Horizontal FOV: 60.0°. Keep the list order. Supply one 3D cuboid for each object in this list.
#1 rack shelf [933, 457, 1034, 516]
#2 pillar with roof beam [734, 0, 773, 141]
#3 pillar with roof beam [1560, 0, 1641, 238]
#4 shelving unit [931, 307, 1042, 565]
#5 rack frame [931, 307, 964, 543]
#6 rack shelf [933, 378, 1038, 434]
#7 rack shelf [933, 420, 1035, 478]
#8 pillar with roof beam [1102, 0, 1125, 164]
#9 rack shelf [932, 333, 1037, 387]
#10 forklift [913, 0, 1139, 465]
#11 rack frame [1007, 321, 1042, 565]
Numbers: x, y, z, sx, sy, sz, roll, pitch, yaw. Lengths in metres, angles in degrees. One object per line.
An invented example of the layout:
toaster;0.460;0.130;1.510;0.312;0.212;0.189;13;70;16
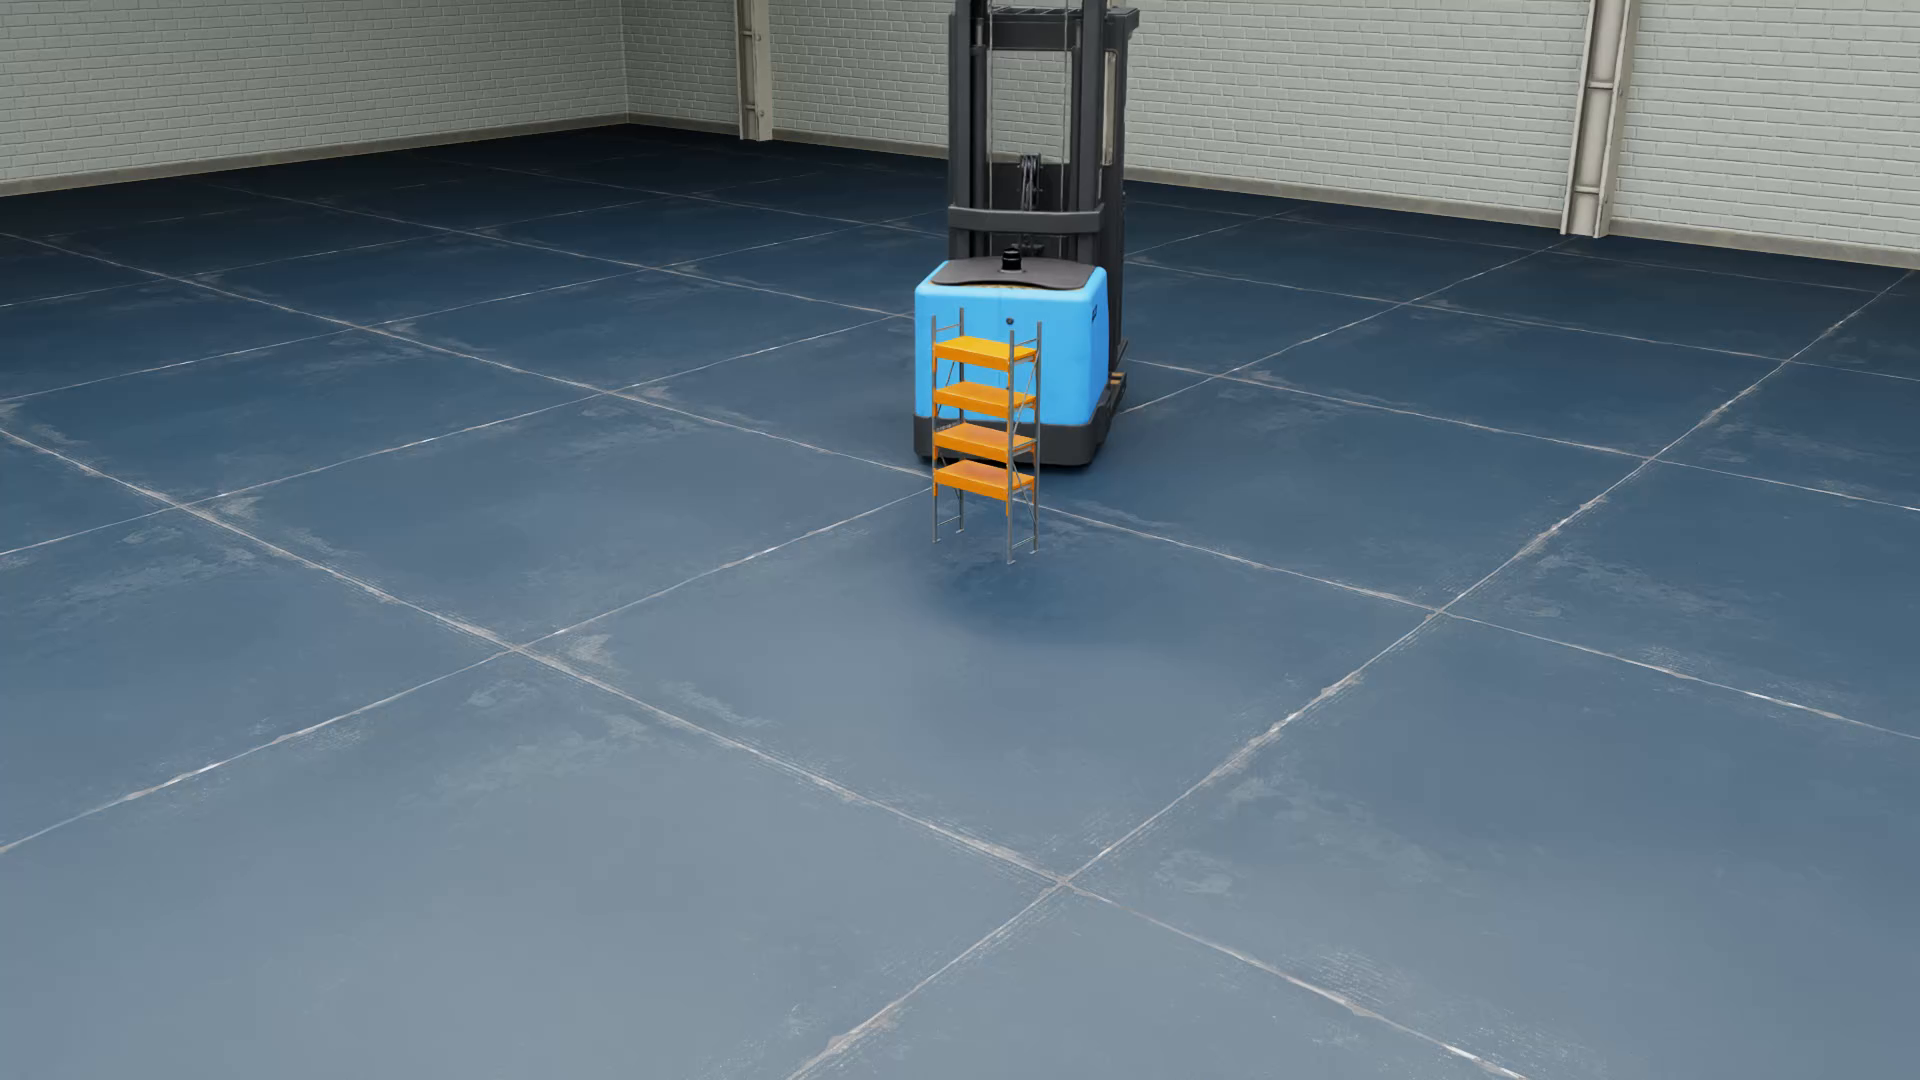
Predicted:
rack shelf;0.128;-0.276;8.452;0.480;0.148;0.258;16;26;36
pillar with roof beam;-5.659;-8.830;19.330;0.400;9.000;9.100;16;26;36
pillar with roof beam;3.638;-6.153;12.230;0.400;9.000;9.100;16;26;36
shelving unit;0.128;-0.524;8.359;0.503;1.200;0.258;16;26;36
rack frame;-0.061;-0.579;8.503;0.015;1.200;0.240;16;26;36
rack shelf;0.128;-0.671;8.303;0.480;0.148;0.258;16;26;36
rack shelf;0.128;-0.462;8.382;0.480;0.148;0.258;16;26;36
pillar with roof beam;-1.011;-7.491;15.780;0.400;9.000;9.100;16;26;36
rack shelf;0.128;-0.892;8.220;0.480;0.148;0.258;16;26;36
forklift;0.519;-2.287;10.580;1.130;2.935;3.031;4;21;11
rack frame;0.317;-0.470;8.214;0.015;1.200;0.240;16;26;36
